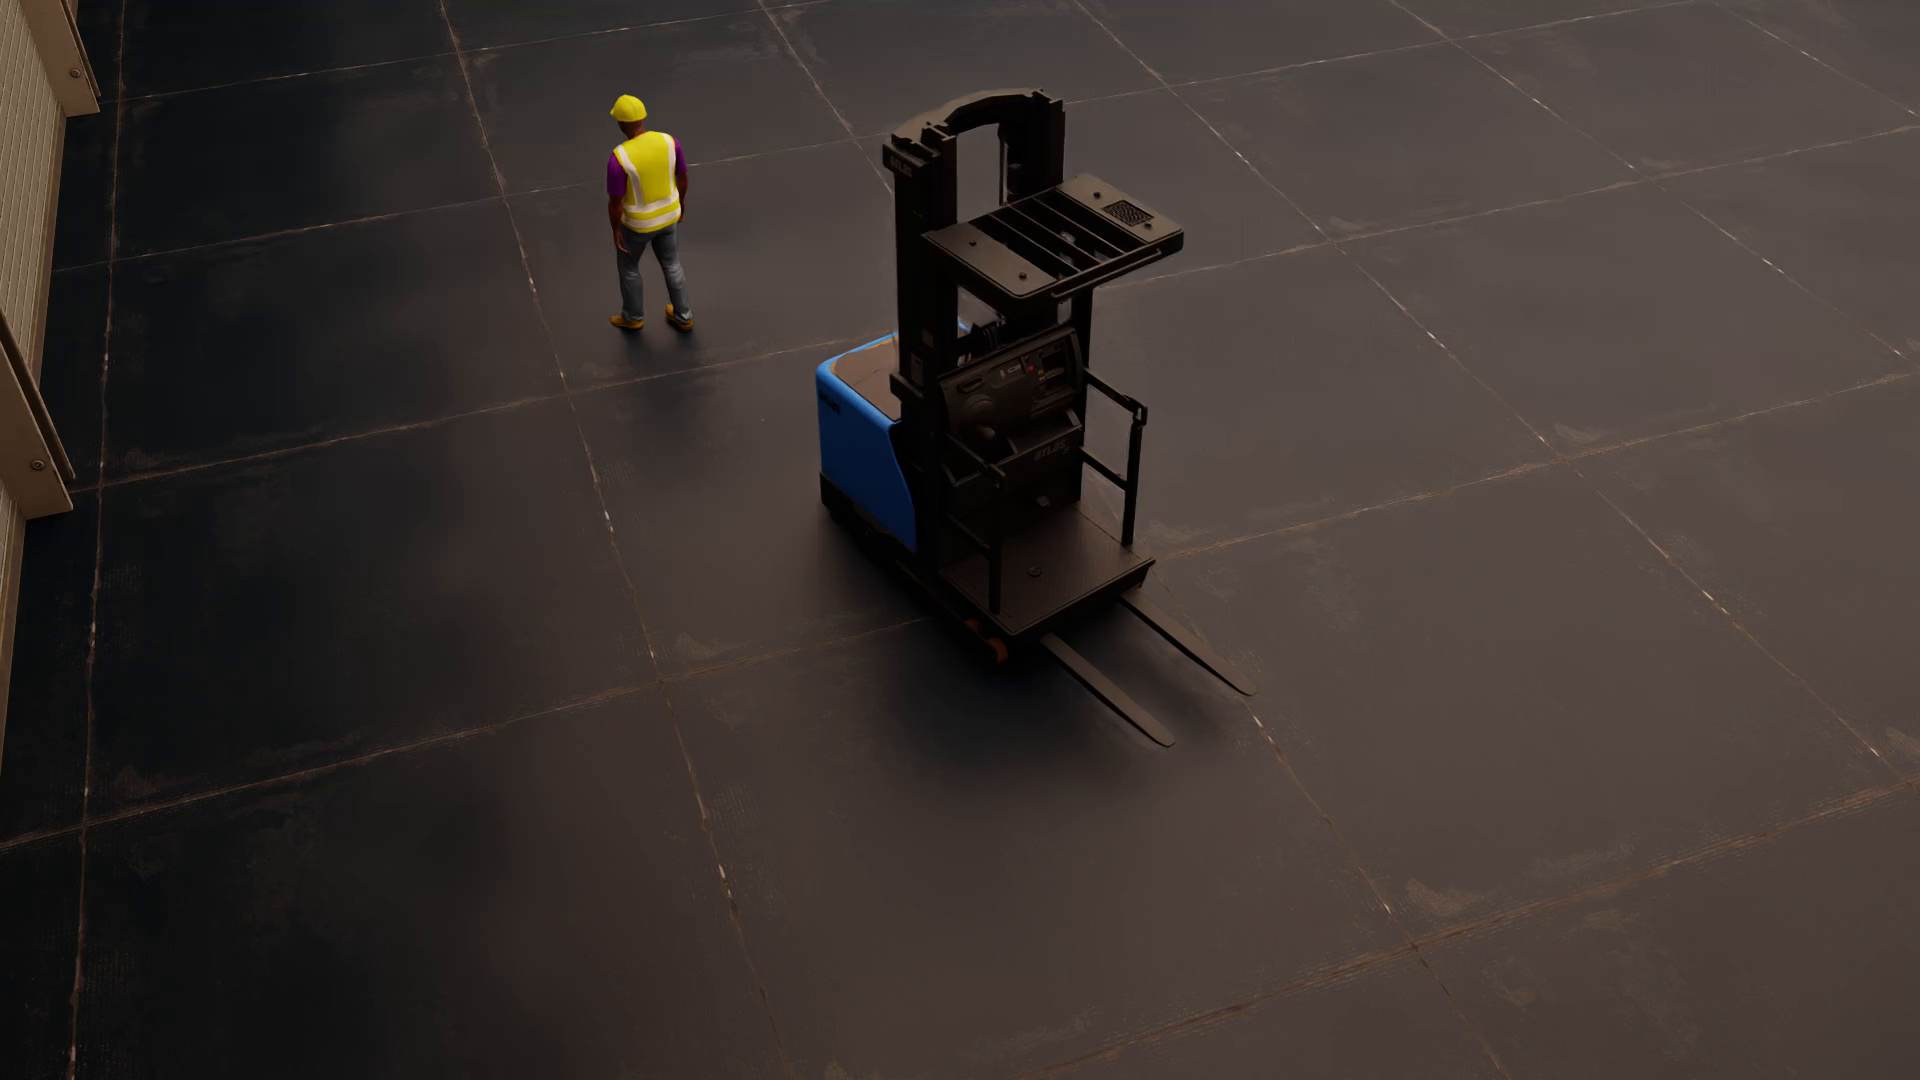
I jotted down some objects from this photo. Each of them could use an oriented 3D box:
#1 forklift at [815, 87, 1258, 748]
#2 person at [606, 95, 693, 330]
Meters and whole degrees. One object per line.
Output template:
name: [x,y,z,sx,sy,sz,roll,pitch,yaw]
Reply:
forklift: [0.420,-0.776,8.920,1.130,2.935,3.031,-26,47,-28]
person: [-2.200,-2.276,11.651,0.651,1.783,0.525,-28,47,-29]
